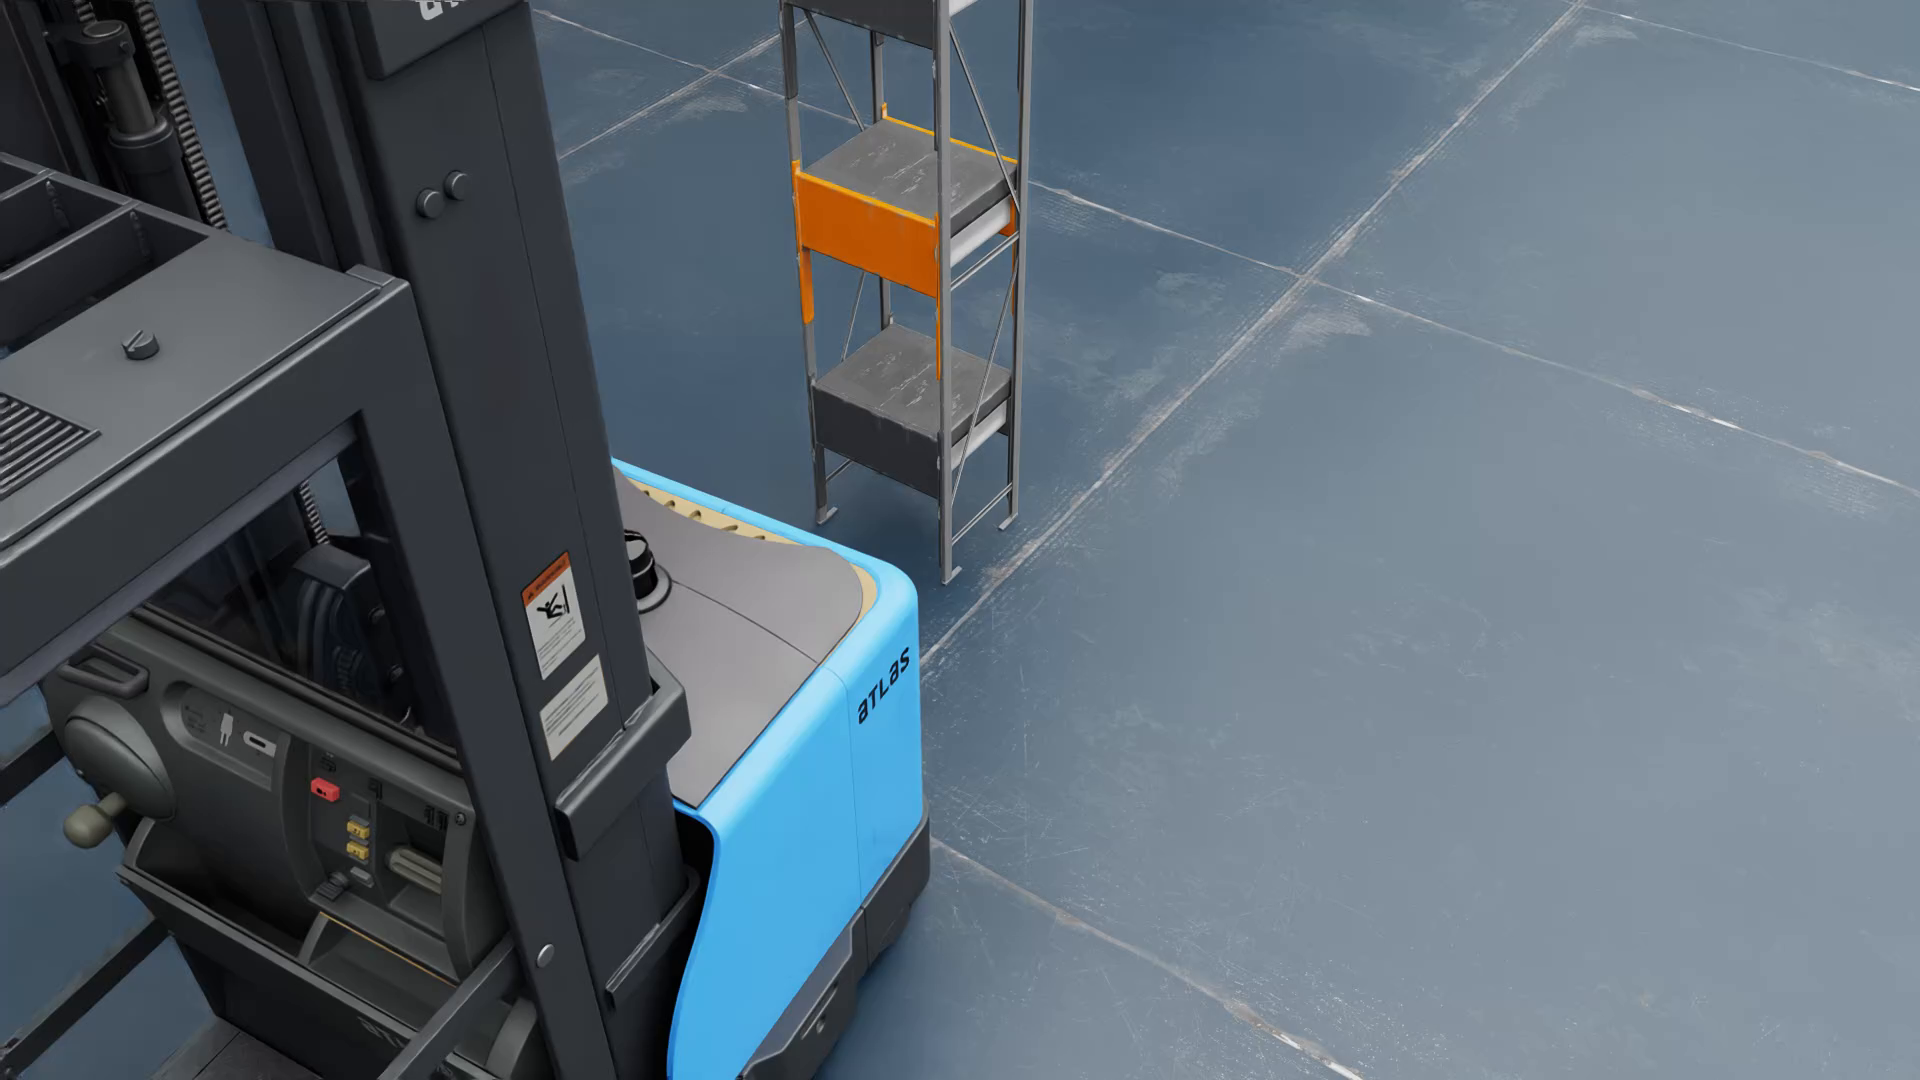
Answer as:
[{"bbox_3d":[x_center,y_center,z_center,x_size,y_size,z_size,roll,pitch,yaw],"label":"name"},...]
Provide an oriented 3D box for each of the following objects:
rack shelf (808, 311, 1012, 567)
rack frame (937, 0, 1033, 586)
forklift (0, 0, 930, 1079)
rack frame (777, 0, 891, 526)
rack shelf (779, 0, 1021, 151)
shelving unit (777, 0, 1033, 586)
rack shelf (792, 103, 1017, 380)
[{"bbox_3d":[-0.136,-0.314,5.097,0.480,0.518,0.431,25,48,25],"label":"rack shelf"},{"bbox_3d":[0.064,-0.752,4.516,0.015,2.100,0.400,25,48,25],"label":"rack frame"},{"bbox_3d":[-1.230,0.483,2.512,1.130,2.935,3.031,20,46,21],"label":"forklift"},{"bbox_3d":[-0.335,-0.939,4.725,0.015,2.100,0.400,25,48,25],"label":"rack frame"},{"bbox_3d":[-0.136,-1.357,4.163,0.480,0.518,0.431,25,48,25],"label":"rack shelf"},{"bbox_3d":[-0.136,-0.846,4.621,0.503,2.100,0.431,25,48,25],"label":"shelving unit"},{"bbox_3d":[-0.136,-0.836,4.630,0.480,0.518,0.431,25,48,25],"label":"rack shelf"}]
